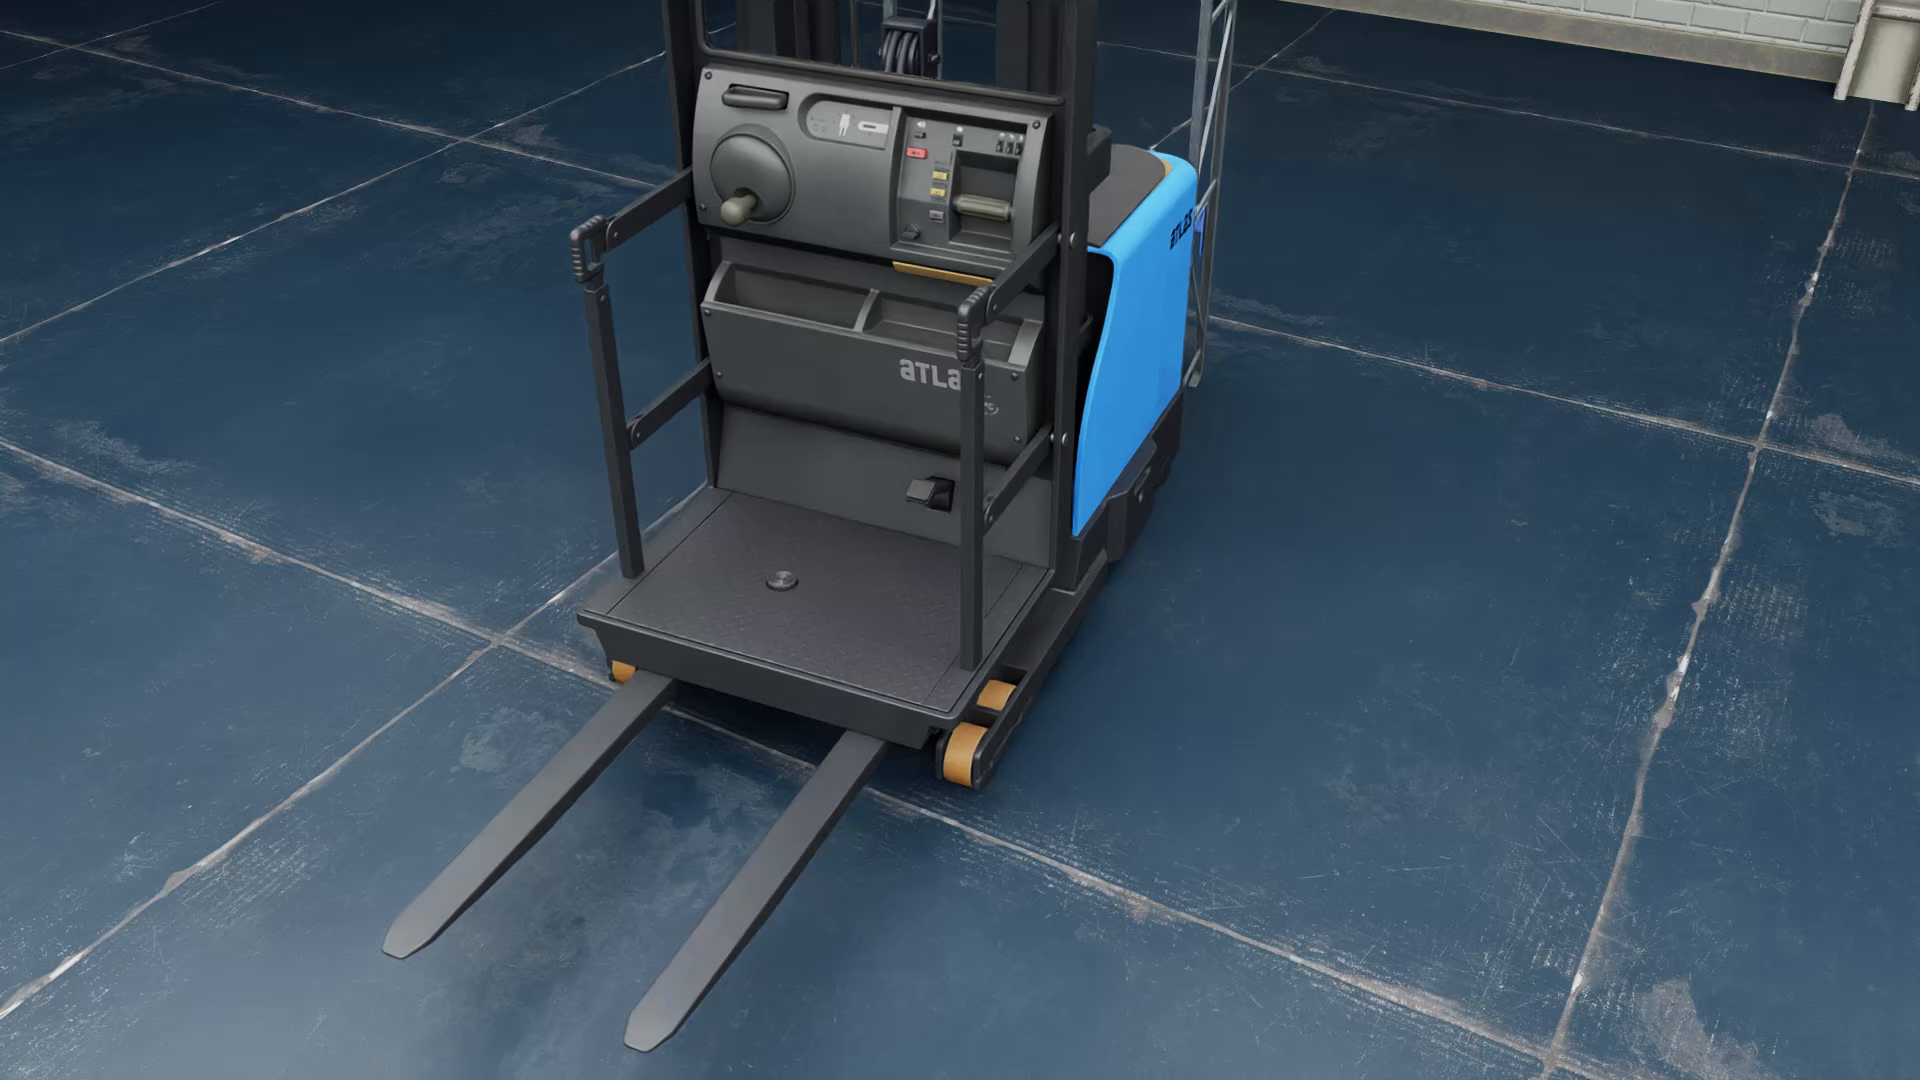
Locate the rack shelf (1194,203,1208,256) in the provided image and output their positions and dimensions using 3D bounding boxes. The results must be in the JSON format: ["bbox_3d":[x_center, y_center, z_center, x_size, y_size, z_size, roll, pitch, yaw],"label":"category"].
[{"bbox_3d":[0.328,-1.061,5.805,1.000,0.185,0.538,11,34,15],"label":"rack shelf"}]

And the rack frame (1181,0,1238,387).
[{"bbox_3d":[0.811,-1.123,5.574,0.032,1.500,0.500,11,34,15],"label":"rack frame"}]

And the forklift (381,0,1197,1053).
[{"bbox_3d":[-0.319,-0.855,3.889,1.130,2.935,3.031,14,36,20],"label":"forklift"}]

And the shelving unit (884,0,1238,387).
[{"bbox_3d":[0.329,-1.212,5.708,1.048,1.500,0.538,11,34,15],"label":"shelving unit"}]

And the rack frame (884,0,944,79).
[{"bbox_3d":[-0.153,-1.302,5.842,0.032,1.500,0.500,11,34,15],"label":"rack frame"}]

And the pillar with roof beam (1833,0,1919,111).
[{"bbox_3d":[2.697,-4.013,3.157,0.400,9.000,9.100,18,37,24],"label":"pillar with roof beam"}]
